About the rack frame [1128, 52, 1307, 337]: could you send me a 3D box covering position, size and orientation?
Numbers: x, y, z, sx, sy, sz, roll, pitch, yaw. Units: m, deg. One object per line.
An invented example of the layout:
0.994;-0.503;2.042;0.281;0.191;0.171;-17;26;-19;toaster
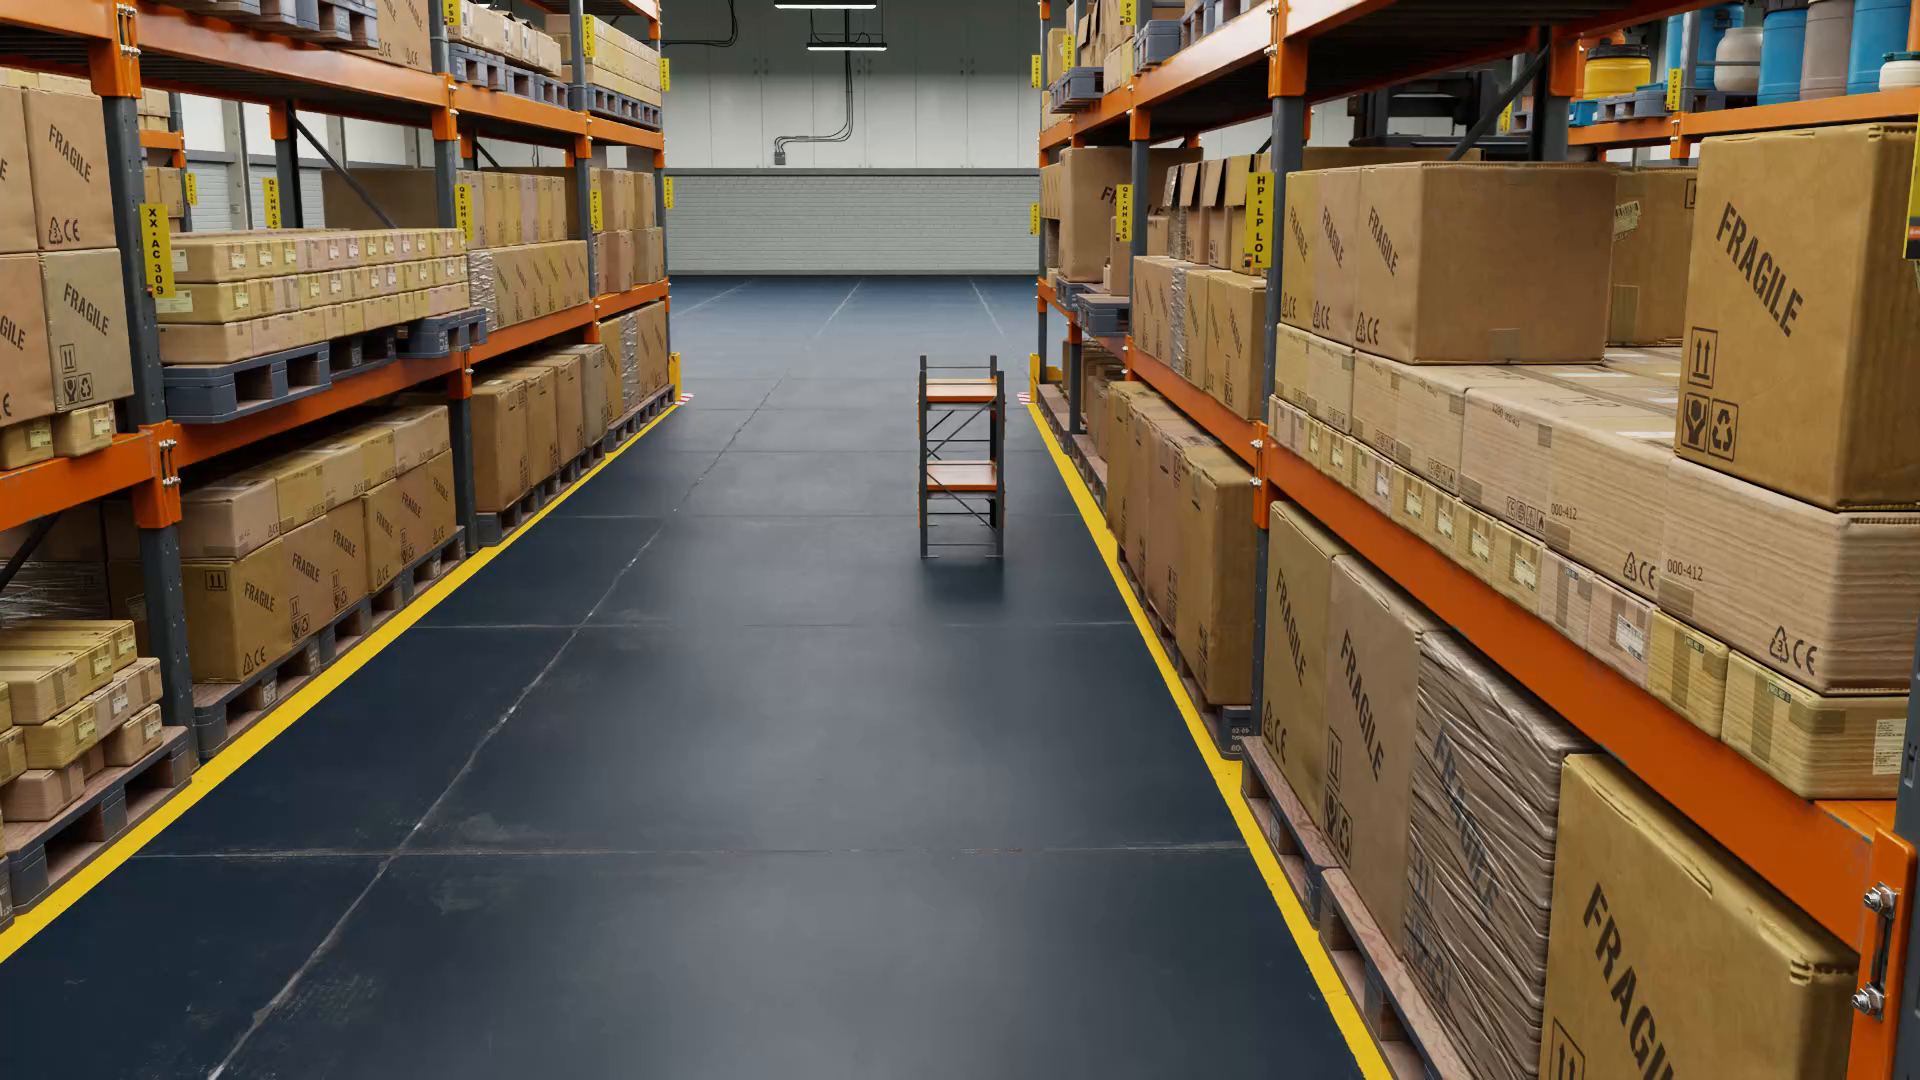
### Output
1.506;-1.386;9.844;1.000;3.000;0.127;0;11;-1;rack frame

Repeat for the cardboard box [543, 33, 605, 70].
-3.268;-4.076;13.882;0.500;0.250;0.500;0;11;-1;cardboard box

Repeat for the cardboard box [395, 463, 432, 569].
-3.173;-0.133;8.901;0.500;0.500;0.500;0;11;1;cardboard box

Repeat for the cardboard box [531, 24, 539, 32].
-3.878;-4.394;14.448;0.380;0.149;0.250;0;11;0;cardboard box

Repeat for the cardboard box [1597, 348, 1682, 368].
1.884;-0.372;4.476;0.500;0.250;0.500;0;11;0;cardboard box

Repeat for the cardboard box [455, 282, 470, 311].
-2.985;-1.372;9.352;0.380;0.149;0.250;0;11;0;cardboard box

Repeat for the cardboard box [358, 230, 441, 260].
-2.978;-1.562;8.793;0.380;0.149;0.250;0;11;1;cardboard box

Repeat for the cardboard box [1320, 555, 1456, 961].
1.541;0.556;4.564;0.875;0.875;0.875;0;11;-1;cardboard box

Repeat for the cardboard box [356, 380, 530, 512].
-3.377;-0.610;10.623;1.050;0.750;0.750;0;11;-2;cardboard box

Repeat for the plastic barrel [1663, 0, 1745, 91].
6.462;-4.321;14.451;0.600;0.901;0.708;0;11;-1;plastic barrel

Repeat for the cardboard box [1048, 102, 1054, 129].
1.116;-4.075;15.931;0.500;0.250;0.500;0;11;-1;cardboard box

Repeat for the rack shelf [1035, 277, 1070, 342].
1.382;-2.226;15.795;1.077;0.370;4.000;0;11;-1;rack shelf

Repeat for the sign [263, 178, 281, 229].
-4.010;-1.950;9.713;0.100;0.325;0.005;0;11;-1;sign

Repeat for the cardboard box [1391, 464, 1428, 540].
1.296;-0.097;4.126;0.380;0.149;0.250;-1;11;-3;cardboard box

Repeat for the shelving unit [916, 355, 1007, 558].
0.000;-0.550;10.441;0.538;1.125;1.048;0;11;-1;shelving unit

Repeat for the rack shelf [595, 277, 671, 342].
-3.579;-2.225;15.793;1.077;0.370;4.000;0;11;-1;rack shelf

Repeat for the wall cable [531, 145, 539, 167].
-13.775;-10.745;48.698;3.097;2.526;0.112;0;11;-1;wall cable

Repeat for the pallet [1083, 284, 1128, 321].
1.424;-1.685;11.802;1.003;0.211;1.213;0;11;-1;pallet

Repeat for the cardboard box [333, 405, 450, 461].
-3.179;-0.599;9.310;0.500;0.250;0.500;-1;11;-2;cardboard box

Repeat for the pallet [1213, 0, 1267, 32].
1.521;-2.149;6.543;0.805;0.209;1.217;-1;11;-3;pallet

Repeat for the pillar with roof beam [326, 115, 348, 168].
-10.608;-10.500;39.684;9.100;9.000;0.548;0;11;-1;pillar with roof beam

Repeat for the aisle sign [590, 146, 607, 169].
-3.922;-4.262;17.486;0.394;0.787;0.004;0;11;-1;aisle sign

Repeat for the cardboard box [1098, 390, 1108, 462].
1.418;-0.843;12.350;0.700;0.500;0.500;-1;12;-6;cardboard box

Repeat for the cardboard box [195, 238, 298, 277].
-2.935;-1.151;6.767;0.380;0.149;0.250;0;11;-1;cardboard box

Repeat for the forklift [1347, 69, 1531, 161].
3.039;-1.499;10.578;1.130;2.935;3.031;0;11;-1;forklift

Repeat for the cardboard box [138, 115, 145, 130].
-8.271;-4.110;16.361;0.380;0.149;0.250;0;11;1;cardboard box

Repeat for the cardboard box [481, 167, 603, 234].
-3.511;-2.857;14.002;0.875;0.550;0.550;0;11;-1;cardboard box

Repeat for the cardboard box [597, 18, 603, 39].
-3.212;-4.297;13.972;0.380;0.149;0.250;0;11;-2;cardboard box

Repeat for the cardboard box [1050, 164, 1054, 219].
1.111;-3.252;15.530;0.500;0.500;0.500;0;11;-1;cardboard box

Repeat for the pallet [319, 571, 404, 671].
-3.418;0.379;8.162;1.003;0.211;1.213;0;11;-1;pallet

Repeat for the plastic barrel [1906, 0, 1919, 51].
6.645;-3.381;11.053;0.600;0.830;0.708;0;11;-1;plastic barrel

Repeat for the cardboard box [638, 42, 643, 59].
-3.254;-4.701;15.960;0.380;0.149;0.250;0;11;-1;cardboard box

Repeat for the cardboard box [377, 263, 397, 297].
-2.961;-1.261;8.058;0.380;0.149;0.250;0;11;0;cardboard box

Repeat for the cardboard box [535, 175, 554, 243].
-3.509;-2.518;12.662;0.700;0.500;0.500;0;11;-2;cardboard box

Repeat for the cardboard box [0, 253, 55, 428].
-3.070;-0.587;4.907;0.500;0.500;0.500;-1;11;-3;cardboard box

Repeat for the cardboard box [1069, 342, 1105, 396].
1.384;-1.714;16.692;0.500;0.500;0.500;3;12;14;cardboard box

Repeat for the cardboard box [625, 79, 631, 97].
-3.237;-4.158;15.291;0.380;0.149;0.250;0;11;0;cardboard box

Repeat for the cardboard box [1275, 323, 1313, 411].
1.337;-0.568;5.445;0.500;0.250;0.500;0;11;-2;cardboard box

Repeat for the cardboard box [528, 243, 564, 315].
-3.238;-1.926;12.256;0.500;0.500;0.500;0;11;-1;cardboard box

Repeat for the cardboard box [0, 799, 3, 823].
-3.148;0.835;5.013;0.380;0.149;0.250;-1;11;-3;cardboard box

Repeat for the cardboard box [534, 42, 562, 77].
-3.363;-3.692;12.738;0.500;0.250;0.500;0;11;-1;cardboard box

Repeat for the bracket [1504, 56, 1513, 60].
16.045;-14.121;48.477;0.235;0.232;0.430;0;11;-1;bracket

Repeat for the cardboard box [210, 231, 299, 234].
-3.625;-1.512;8.547;0.380;0.149;0.250;-1;11;-4;cardboard box

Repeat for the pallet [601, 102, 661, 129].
-3.594;-4.255;16.665;1.003;0.211;1.213;0;11;-1;pallet

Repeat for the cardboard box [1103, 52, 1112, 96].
1.220;-3.074;11.000;0.500;0.250;0.500;0;11;0;cardboard box

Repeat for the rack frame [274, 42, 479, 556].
-3.455;-1.385;9.843;1.000;3.000;0.127;0;11;-1;rack frame

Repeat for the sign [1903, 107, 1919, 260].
1.129;-0.479;1.870;0.100;0.325;0.005;0;11;-1;sign

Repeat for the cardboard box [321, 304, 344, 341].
-2.943;-0.958;7.314;0.380;0.149;0.250;-1;11;-4;cardboard box

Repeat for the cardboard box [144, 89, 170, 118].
-8.287;-4.377;16.673;0.500;0.250;0.500;0;11;-2;cardboard box

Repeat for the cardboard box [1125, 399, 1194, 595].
1.510;-0.236;8.463;1.225;0.875;0.875;0;11;-1;cardboard box

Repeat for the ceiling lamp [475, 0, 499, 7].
-10.020;-11.977;32.279;2.000;3.185;0.800;0;11;-1;ceiling lamp

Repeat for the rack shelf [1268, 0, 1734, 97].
1.630;-1.310;3.738;1.077;0.370;4.000;0;11;-1;rack shelf

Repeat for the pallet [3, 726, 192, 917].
-3.323;0.910;5.543;1.003;0.211;1.213;0;11;-1;pallet

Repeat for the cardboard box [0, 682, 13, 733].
-3.120;0.531;5.013;0.380;0.149;0.250;0;11;1;cardboard box

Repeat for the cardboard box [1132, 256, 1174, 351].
1.244;-1.337;9.352;0.500;0.500;0.500;0;11;1;cardboard box
